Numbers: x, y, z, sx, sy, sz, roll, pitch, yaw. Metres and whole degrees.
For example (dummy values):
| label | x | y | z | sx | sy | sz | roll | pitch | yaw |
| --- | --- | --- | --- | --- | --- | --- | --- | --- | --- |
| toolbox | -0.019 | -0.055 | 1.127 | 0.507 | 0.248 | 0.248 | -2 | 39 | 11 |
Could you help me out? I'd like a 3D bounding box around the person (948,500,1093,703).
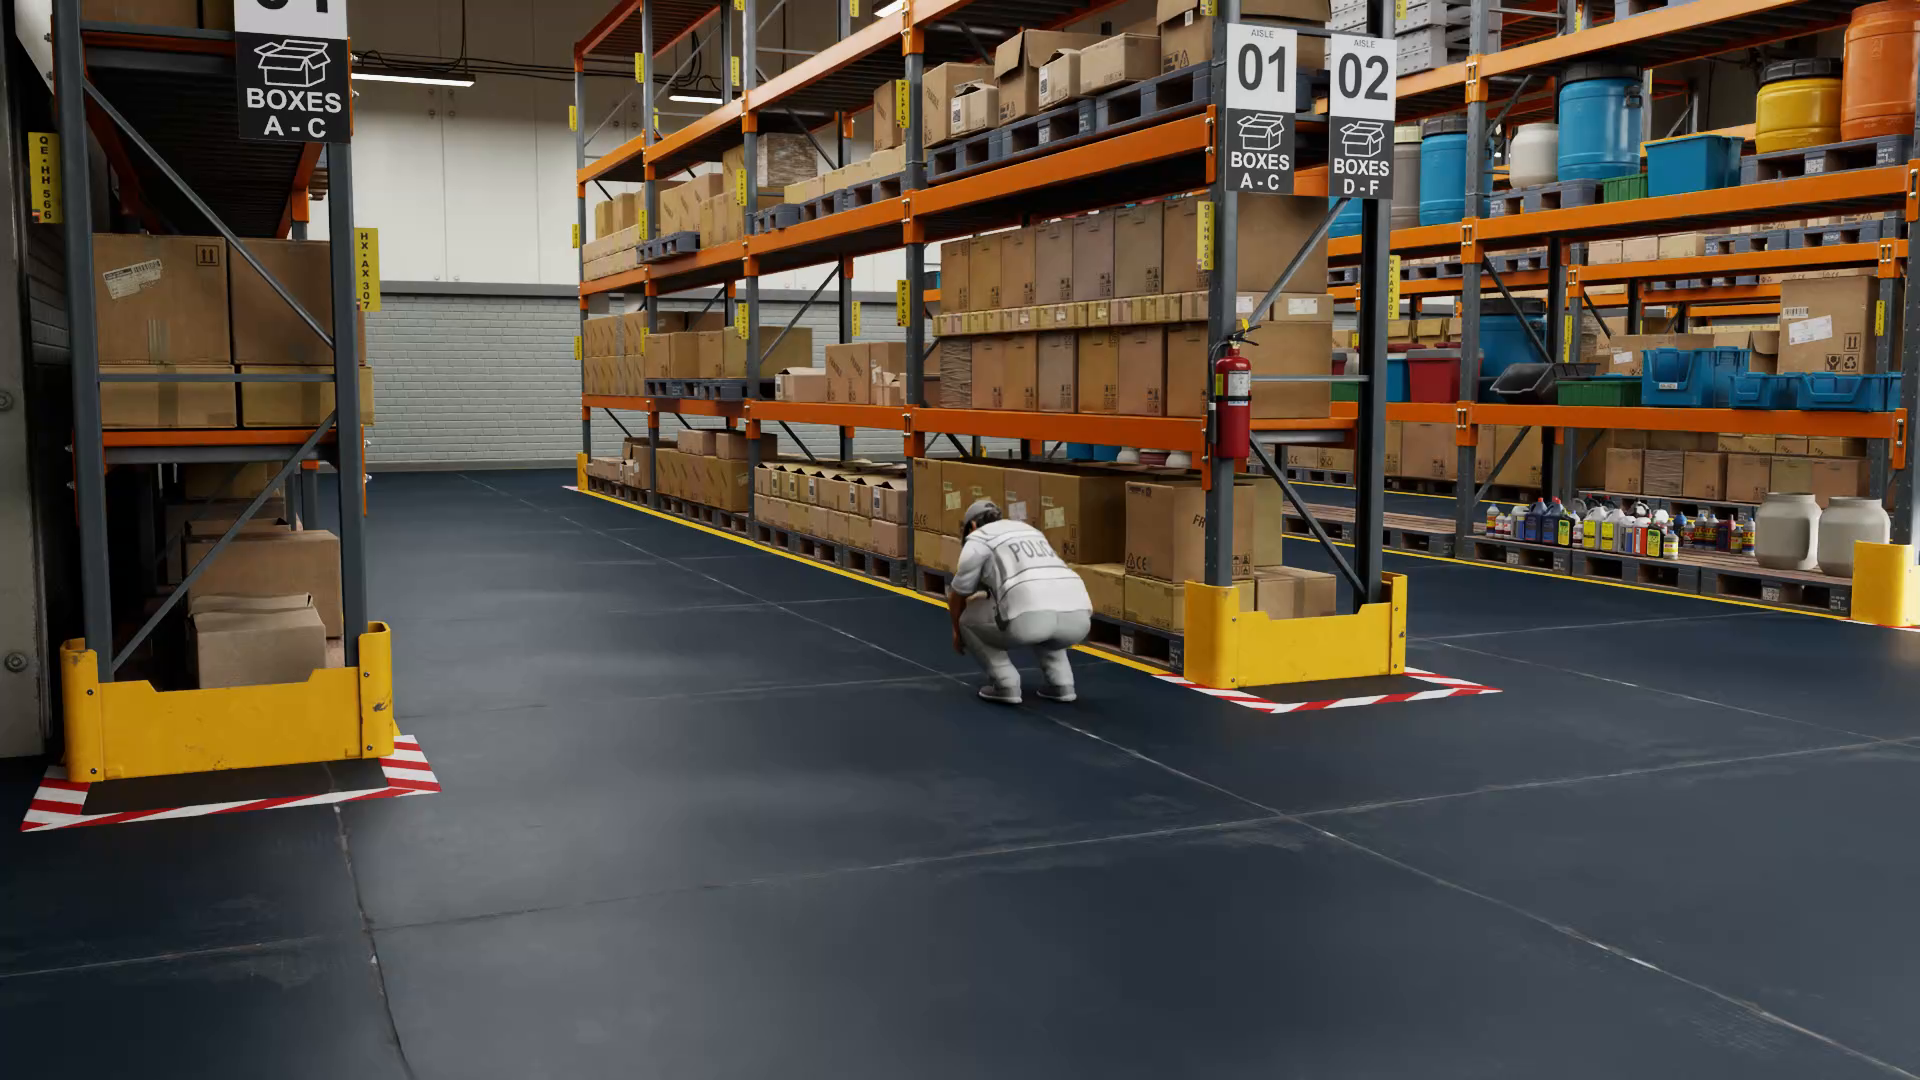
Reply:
| label | x | y | z | sx | sy | sz | roll | pitch | yaw |
| --- | --- | --- | --- | --- | --- | --- | --- | --- | --- |
| person | 0.258 | 0.291 | 7.868 | 0.515 | 0.930 | 0.852 | -2 | 6 | -24 |
